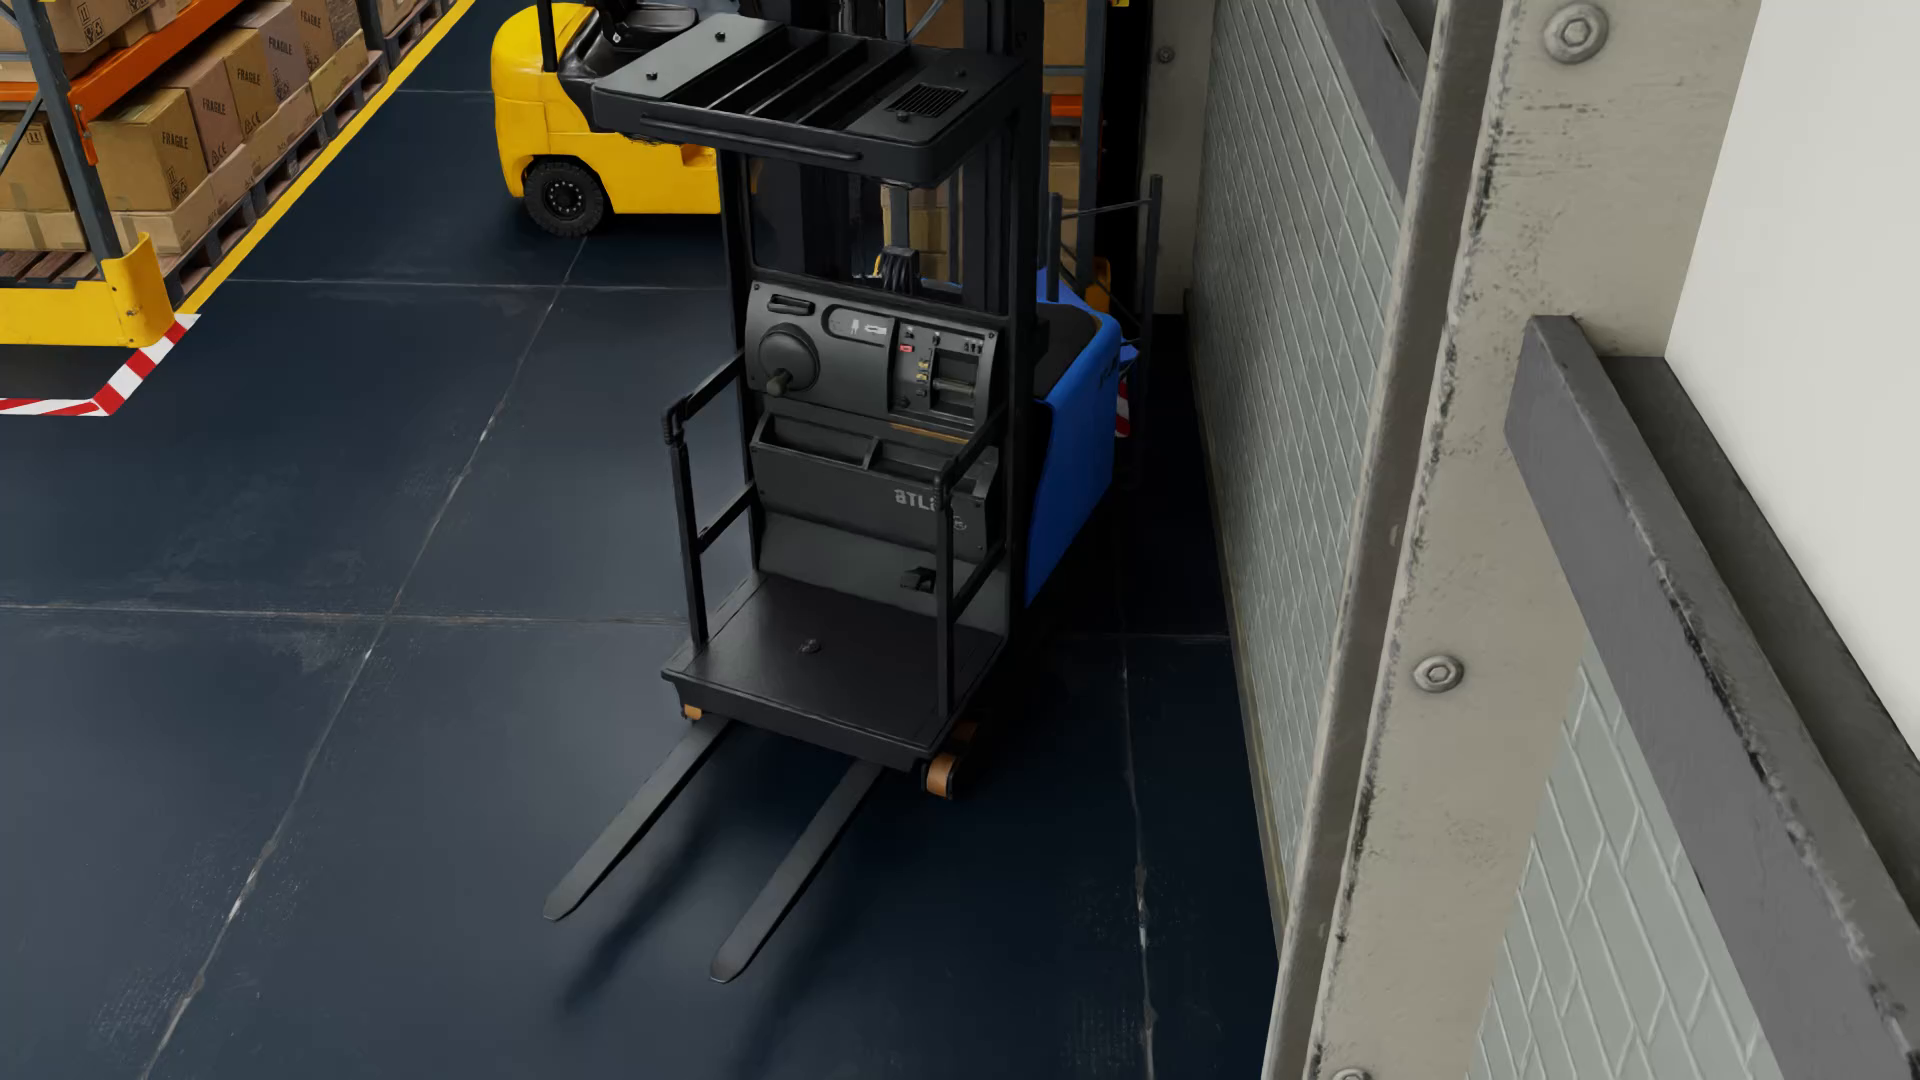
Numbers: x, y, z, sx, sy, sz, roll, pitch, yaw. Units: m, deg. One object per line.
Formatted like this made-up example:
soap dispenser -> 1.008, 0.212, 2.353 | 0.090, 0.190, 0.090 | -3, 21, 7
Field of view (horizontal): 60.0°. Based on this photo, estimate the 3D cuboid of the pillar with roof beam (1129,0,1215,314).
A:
pillar with roof beam -> -3.210, -5.118, 6.706 | 9.100, 9.000, 0.400 | 1, 35, 2

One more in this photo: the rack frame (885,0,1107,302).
rack frame -> 0.163, -2.185, 7.750 | 1.000, 3.000, 0.127 | 1, 35, 2

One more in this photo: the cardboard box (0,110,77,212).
cardboard box -> -5.025, -2.117, 9.028 | 0.500, 0.500, 0.500 | 2, 35, 2

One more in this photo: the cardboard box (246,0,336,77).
cardboard box -> -4.411, -3.311, 10.726 | 0.500, 0.500, 0.500 | 2, 35, 3

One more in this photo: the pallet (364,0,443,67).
pallet -> -4.607, -3.902, 12.618 | 1.003, 0.211, 1.213 | 1, 35, 2

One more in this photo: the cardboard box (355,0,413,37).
cardboard box -> -4.618, -3.993, 12.244 | 0.950, 0.372, 0.625 | 2, 35, 2

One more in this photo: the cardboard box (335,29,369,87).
cardboard box -> -4.392, -3.296, 11.358 | 0.500, 0.250, 0.500 | 3, 35, 4

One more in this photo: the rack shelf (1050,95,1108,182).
rack shelf -> 0.243, -3.039, 9.592 | 1.077, 0.370, 4.000 | 1, 35, 2

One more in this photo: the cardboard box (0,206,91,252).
cardboard box -> -5.032, -1.828, 9.269 | 0.500, 0.250, 0.500 | 1, 35, 2

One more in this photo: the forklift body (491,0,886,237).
forklift body -> -1.584, -2.969, 9.604 | 2.313, 2.155, 1.214 | 1, 35, 2

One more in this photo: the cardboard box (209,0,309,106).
cardboard box -> -4.430, -3.017, 10.309 | 0.500, 0.500, 0.500 | 3, 35, 4

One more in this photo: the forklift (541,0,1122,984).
forklift -> -0.394, -0.563, 5.502 | 1.130, 2.935, 3.031 | 14, 38, 19

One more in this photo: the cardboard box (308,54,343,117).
cardboard box -> -4.403, -2.990, 10.922 | 0.500, 0.250, 0.500 | 0, 35, 1

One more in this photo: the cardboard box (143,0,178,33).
cardboard box -> -4.433, -2.825, 8.880 | 0.380, 0.149, 0.250 | 2, 35, 3

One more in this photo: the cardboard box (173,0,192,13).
cardboard box -> -4.456, -2.975, 9.093 | 0.380, 0.149, 0.250 | 2, 35, 3

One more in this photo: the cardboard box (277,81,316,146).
cardboard box -> -4.428, -2.698, 10.506 | 0.500, 0.250, 0.500 | 2, 35, 3

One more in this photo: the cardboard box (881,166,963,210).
cardboard box -> -0.130, -1.912, 8.519 | 0.500, 0.250, 0.500 | 2, 35, 3

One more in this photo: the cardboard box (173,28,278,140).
cardboard box -> -4.443, -2.710, 9.871 | 0.500, 0.500, 0.500 | 2, 35, 3

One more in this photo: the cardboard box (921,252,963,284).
cardboard box -> -0.134, -1.509, 8.814 | 0.500, 0.250, 0.500 | 2, 35, 2

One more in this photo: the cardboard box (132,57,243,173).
cardboard box -> -4.471, -2.422, 9.461 | 0.500, 0.500, 0.500 | 0, 35, 0

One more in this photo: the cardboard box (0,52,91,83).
cardboard box -> -4.577, -2.385, 8.253 | 0.380, 0.149, 0.250 | 1, 35, 2

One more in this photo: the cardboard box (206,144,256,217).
cardboard box -> -4.460, -2.094, 9.647 | 0.500, 0.250, 0.500 | 3, 35, 4

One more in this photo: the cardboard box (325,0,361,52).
cardboard box -> -4.392, -3.603, 11.142 | 0.500, 0.500, 0.500 | 1, 35, 1

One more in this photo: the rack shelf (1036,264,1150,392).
rack shelf -> 0.383, -0.930, 7.581 | 0.538, 0.185, 1.000 | -14, 38, -19

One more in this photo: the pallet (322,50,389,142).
pallet -> -4.628, -3.068, 11.431 | 1.003, 0.211, 1.213 | 1, 35, 2

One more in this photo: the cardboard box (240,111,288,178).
cardboard box -> -4.451, -2.408, 10.094 | 0.500, 0.250, 0.500 | 4, 35, 5

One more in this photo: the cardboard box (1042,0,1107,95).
cardboard box -> 0.460, -2.504, 8.117 | 0.500, 0.500, 0.500 | 2, 35, 3

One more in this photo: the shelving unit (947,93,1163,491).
shelving unit -> 0.383, -1.077, 7.478 | 0.538, 1.500, 1.048 | -14, 38, -19

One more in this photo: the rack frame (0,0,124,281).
rack frame -> -4.797, -2.297, 7.910 | 1.000, 3.000, 0.127 | 1, 35, 2

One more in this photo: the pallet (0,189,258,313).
pallet -> -4.726, -1.666, 9.437 | 1.003, 0.211, 1.213 | 1, 35, 2

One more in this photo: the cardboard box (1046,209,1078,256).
cardboard box -> 0.389, -1.701, 8.653 | 0.500, 0.250, 0.500 | 2, 35, 3

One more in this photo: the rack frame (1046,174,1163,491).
rack frame -> 0.589, -0.810, 7.098 | 0.500, 1.500, 0.032 | -14, 38, -19

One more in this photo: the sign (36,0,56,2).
sign -> -4.255, -2.639, 7.643 | 0.100, 0.325, 0.005 | 1, 35, 2

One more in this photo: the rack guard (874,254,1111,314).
rack guard -> 0.162, -1.148, 8.449 | 1.175, 0.500, 0.348 | 1, 35, 2

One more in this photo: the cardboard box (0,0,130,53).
cardboard box -> -4.501, -2.725, 8.174 | 0.500, 0.500, 0.500 | 1, 35, 1

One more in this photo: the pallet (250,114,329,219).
pallet -> -4.674, -2.365, 10.431 | 1.003, 0.211, 1.213 | 1, 35, 2

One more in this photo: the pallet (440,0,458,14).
pallet -> -4.560, -4.605, 13.618 | 1.003, 0.211, 1.213 | 1, 35, 2

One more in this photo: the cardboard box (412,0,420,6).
cardboard box -> -4.592, -4.407, 12.831 | 0.950, 0.372, 0.625 | 3, 35, 5

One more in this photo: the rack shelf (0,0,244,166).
rack shelf -> -4.717, -3.152, 9.752 | 1.077, 0.370, 4.000 | 1, 35, 2

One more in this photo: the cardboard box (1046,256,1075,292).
cardboard box -> 0.378, -1.509, 8.815 | 0.500, 0.250, 0.500 | 1, 35, 2

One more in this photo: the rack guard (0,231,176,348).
rack guard -> -4.794, -1.318, 8.691 | 1.175, 0.500, 0.348 | 1, 35, 2

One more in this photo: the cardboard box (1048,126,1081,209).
cardboard box -> 0.371, -1.912, 8.519 | 0.500, 0.250, 0.500 | 1, 35, 1

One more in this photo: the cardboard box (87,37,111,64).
cardboard box -> -4.581, -2.530, 8.460 | 0.380, 0.149, 0.250 | 2, 35, 3

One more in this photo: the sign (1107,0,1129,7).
sign -> 0.717, -2.555, 7.455 | 0.100, 0.325, 0.005 | 1, 35, 2

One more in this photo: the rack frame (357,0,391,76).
rack frame -> -4.636, -4.595, 11.180 | 1.000, 3.000, 0.127 | 1, 35, 2

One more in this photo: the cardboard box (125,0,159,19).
cardboard box -> -4.483, -3.023, 8.597 | 0.500, 0.500, 0.500 | 2, 35, 3

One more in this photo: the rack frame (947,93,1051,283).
rack frame -> 0.177, -1.344, 7.858 | 0.500, 1.500, 0.032 | -14, 38, -19

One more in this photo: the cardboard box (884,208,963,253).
cardboard box -> -0.130, -1.723, 8.684 | 0.500, 0.250, 0.500 | 1, 35, 1

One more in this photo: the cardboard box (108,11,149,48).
cardboard box -> -4.489, -2.681, 8.674 | 0.380, 0.149, 0.250 | 0, 35, 0

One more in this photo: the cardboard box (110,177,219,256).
cardboard box -> -4.488, -1.801, 9.230 | 0.500, 0.250, 0.500 | 1, 35, 1

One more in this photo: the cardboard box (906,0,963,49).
cardboard box -> -0.080, -2.514, 8.132 | 0.500, 0.500, 0.500 | 1, 35, 1

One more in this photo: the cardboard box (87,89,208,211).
cardboard box -> -4.488, -2.122, 9.034 | 0.500, 0.500, 0.500 | 0, 35, 0
